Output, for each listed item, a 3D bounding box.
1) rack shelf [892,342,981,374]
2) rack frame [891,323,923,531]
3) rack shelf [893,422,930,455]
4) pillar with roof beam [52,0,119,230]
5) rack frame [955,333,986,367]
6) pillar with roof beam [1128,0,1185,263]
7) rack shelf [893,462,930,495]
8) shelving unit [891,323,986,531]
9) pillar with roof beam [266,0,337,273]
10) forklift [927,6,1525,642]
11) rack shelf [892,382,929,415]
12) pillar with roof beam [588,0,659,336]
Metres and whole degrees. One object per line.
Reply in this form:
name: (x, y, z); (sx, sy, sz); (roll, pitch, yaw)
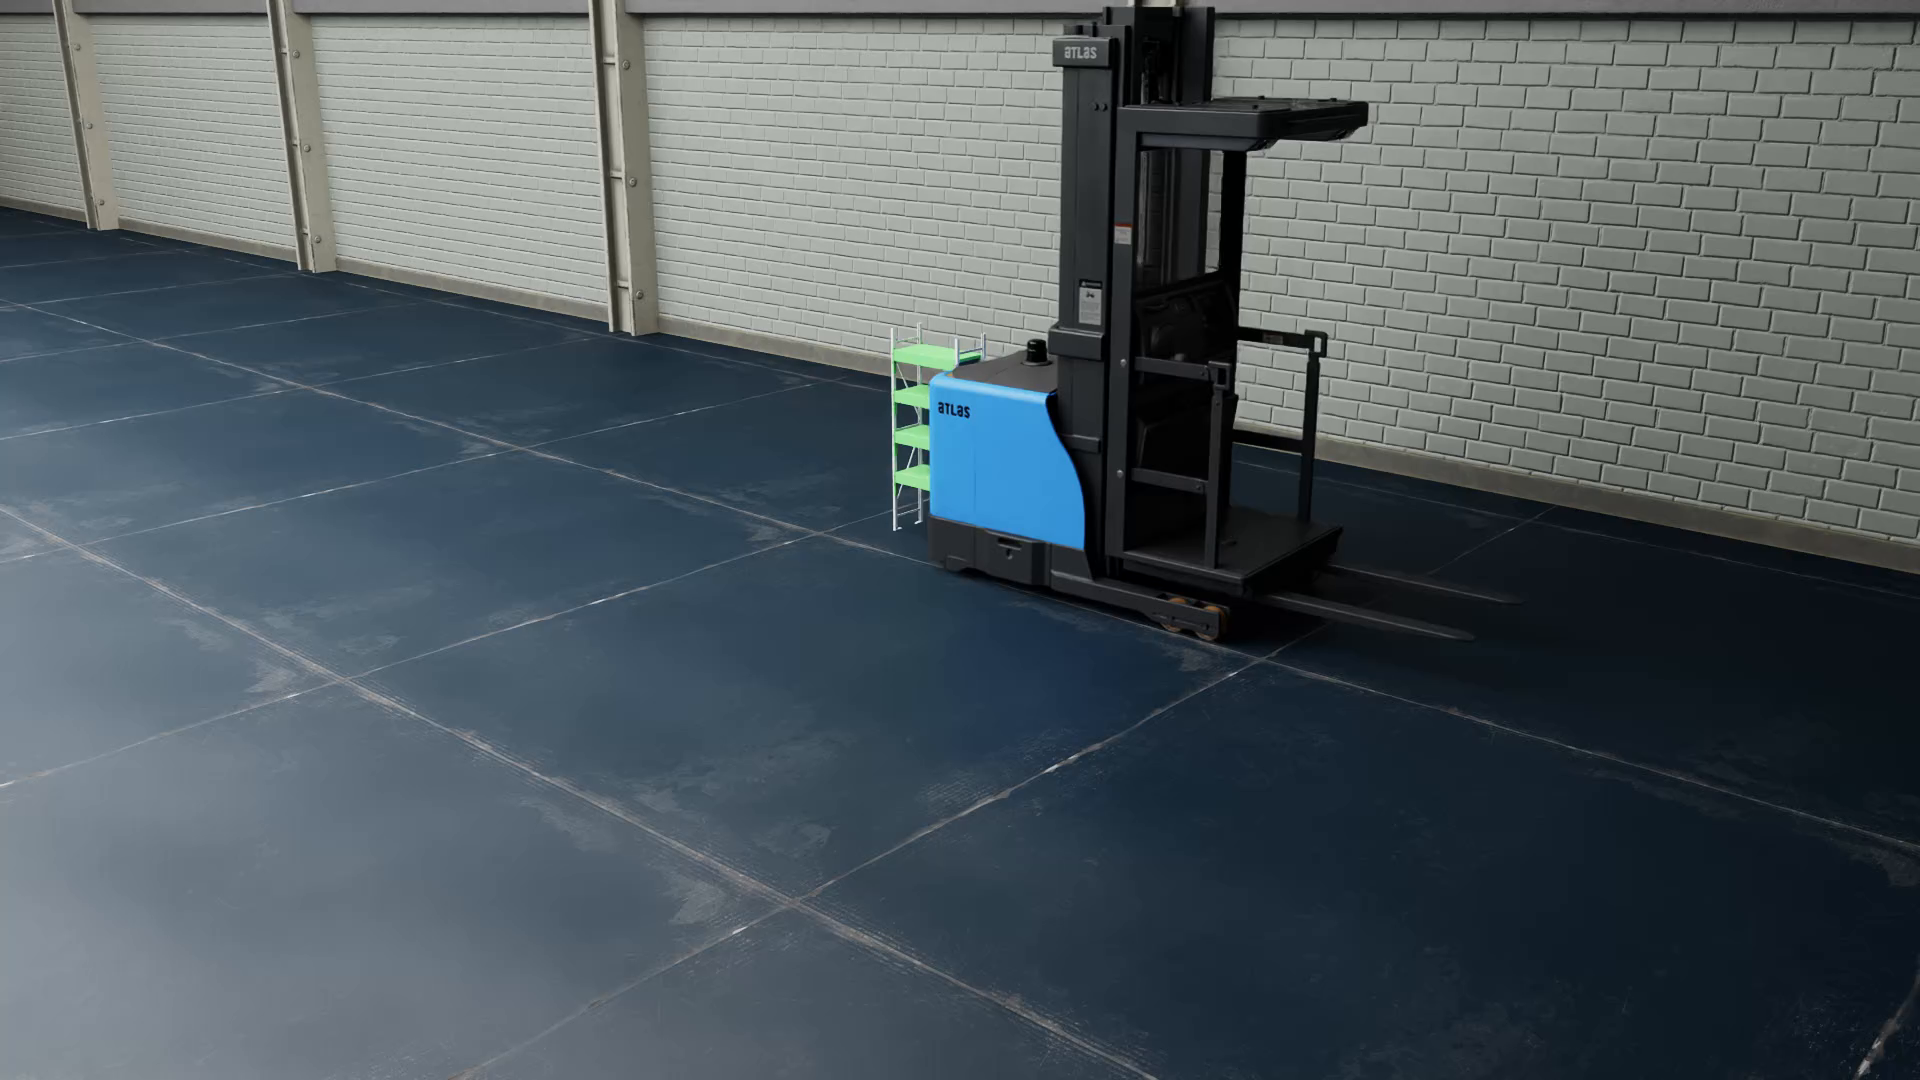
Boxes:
rack shelf: (-0.124, -1.002, 9.409); (0.480, 0.148, 0.258); (15, 23, 39)
rack frame: (-0.306, -0.654, 9.689); (0.015, 1.200, 0.240); (15, 23, 39)
rack shelf: (-0.124, -0.544, 9.554); (0.480, 0.148, 0.258); (15, 23, 39)
pillar with roof beam: (-14.942, -7.720, 19.061); (0.400, 9.000, 9.100); (15, 23, 39)
rack frame: (0.059, -0.556, 9.381); (0.015, 1.200, 0.240); (15, 23, 39)
pillar with roof beam: (-1.479, -4.106, 7.673); (0.400, 9.000, 9.100); (15, 23, 39)
rack shelf: (-0.124, -0.315, 9.627); (0.480, 0.148, 0.258); (15, 23, 39)
shelving unit: (-0.124, -0.605, 9.535); (0.503, 1.200, 0.258); (15, 23, 39)
pillar with roof beam: (-10.454, -6.515, 15.265); (0.400, 9.000, 9.100); (15, 23, 39)
forklift: (1.298, -1.090, 8.202); (3.031, 2.935, 1.130); (13, 22, 35)
rack shelf: (-0.124, -0.773, 9.482); (0.480, 0.148, 0.258); (15, 23, 39)
pillar with roof beam: (-5.966, -5.311, 11.469); (0.400, 9.000, 9.100); (15, 23, 39)
